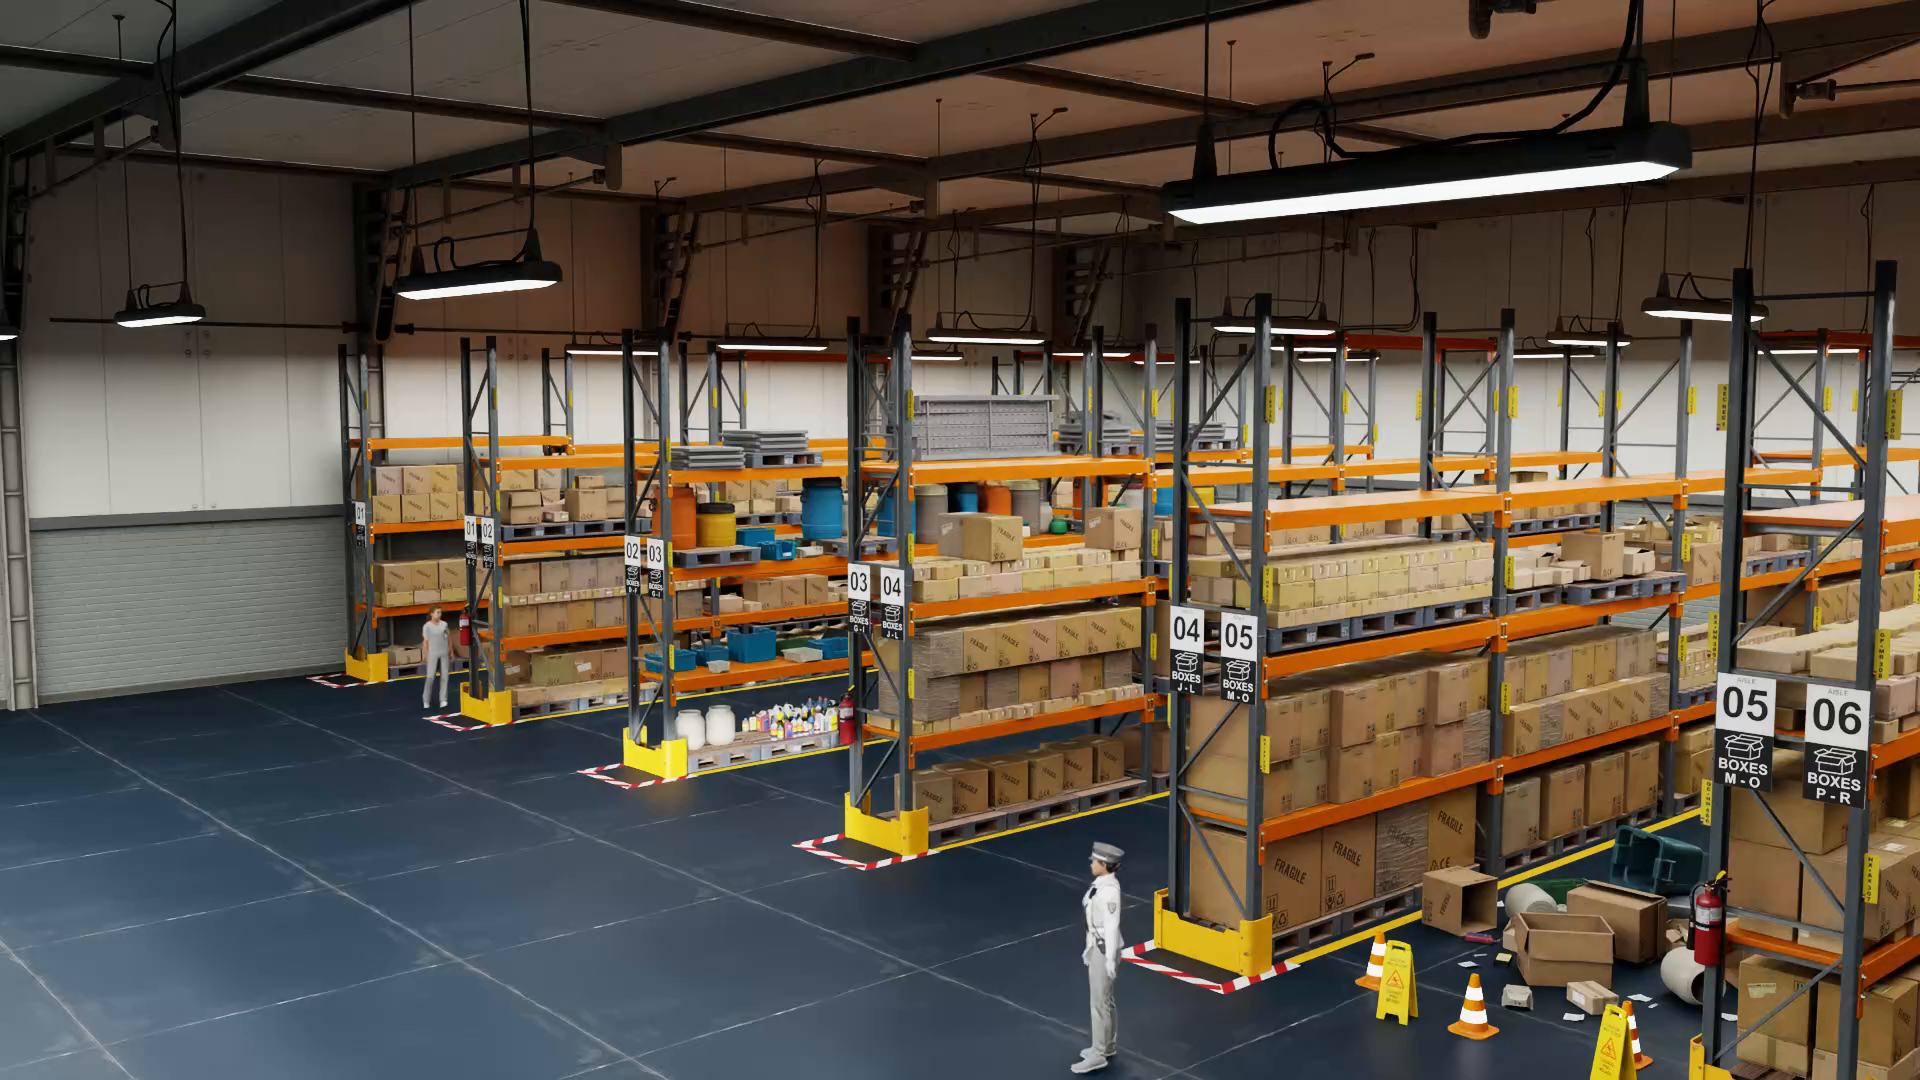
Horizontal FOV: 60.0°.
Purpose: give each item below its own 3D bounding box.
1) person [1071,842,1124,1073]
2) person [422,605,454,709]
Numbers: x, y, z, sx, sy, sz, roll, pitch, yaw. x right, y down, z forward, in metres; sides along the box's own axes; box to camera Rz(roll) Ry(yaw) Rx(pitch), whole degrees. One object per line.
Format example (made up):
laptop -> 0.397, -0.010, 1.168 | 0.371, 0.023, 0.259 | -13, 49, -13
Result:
person -> 1.054, 3.182, 12.803 | 0.413, 1.697, 0.577 | 0, 5, 1
person -> -8.584, 1.920, 27.294 | 0.528, 1.716, 0.419 | -3, 6, -33
